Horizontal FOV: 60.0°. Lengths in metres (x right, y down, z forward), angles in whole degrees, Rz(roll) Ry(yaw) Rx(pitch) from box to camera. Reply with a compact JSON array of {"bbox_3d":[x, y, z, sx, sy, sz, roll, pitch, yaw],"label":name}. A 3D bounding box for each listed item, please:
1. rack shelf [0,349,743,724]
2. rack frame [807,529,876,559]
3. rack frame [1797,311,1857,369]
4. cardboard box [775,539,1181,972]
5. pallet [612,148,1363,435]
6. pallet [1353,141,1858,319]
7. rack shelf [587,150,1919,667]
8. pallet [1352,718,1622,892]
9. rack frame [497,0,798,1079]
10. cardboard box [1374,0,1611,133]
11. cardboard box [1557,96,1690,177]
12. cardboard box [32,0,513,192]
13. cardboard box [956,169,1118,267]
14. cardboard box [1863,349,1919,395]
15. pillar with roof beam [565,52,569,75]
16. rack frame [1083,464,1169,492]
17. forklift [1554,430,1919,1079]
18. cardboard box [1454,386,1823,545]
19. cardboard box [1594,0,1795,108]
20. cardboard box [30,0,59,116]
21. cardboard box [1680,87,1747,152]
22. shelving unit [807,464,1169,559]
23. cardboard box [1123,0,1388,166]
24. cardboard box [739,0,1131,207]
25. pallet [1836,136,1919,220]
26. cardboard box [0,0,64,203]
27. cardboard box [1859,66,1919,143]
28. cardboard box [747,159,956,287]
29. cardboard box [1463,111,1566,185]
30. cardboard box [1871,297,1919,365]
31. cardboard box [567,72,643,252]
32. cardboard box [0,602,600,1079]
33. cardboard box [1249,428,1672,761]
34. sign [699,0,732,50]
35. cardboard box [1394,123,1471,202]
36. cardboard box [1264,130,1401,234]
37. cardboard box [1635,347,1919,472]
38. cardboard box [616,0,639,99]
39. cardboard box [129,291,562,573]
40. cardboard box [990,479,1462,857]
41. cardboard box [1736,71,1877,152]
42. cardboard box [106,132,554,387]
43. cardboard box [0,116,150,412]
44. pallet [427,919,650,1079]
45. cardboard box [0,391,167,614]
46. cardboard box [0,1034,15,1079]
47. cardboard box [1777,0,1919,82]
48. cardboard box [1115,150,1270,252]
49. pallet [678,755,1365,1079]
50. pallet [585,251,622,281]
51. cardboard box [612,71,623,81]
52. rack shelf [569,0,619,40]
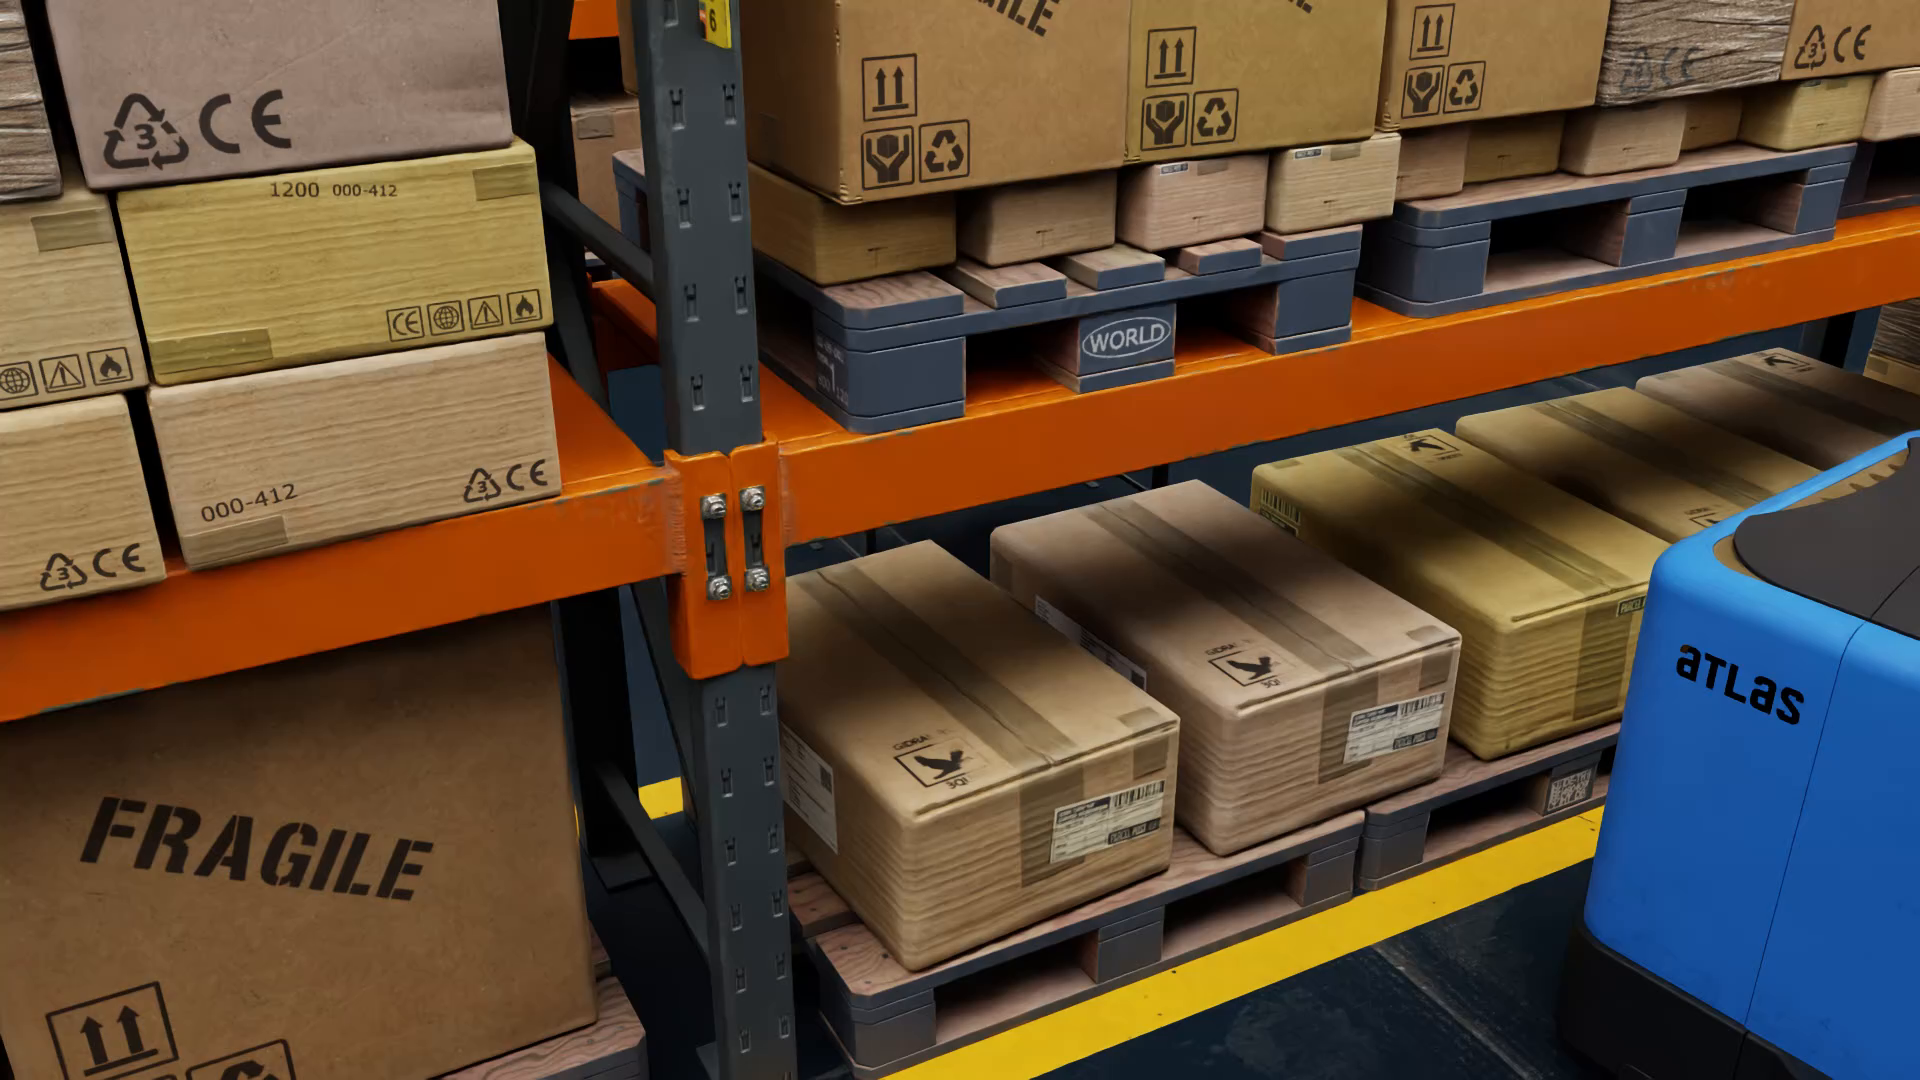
[{"bbox_3d":[-2.347,0.248,2.099,4.000,0.370,1.077,-13,29,-25],"label":"rack shelf"},{"bbox_3d":[-0.373,-0.590,4.746,0.032,1.500,0.500,-13,29,-25],"label":"rack frame"},{"bbox_3d":[2.947,-1.298,4.488,0.127,3.000,1.000,-13,29,-25],"label":"rack frame"},{"bbox_3d":[-0.079,0.401,3.501,0.625,0.372,0.950,-15,30,-29],"label":"cardboard box"},{"bbox_3d":[-0.004,-0.583,3.220,1.003,0.211,1.213,-13,29,-25],"label":"pallet"},{"bbox_3d":[1.145,-0.816,3.705,1.213,0.211,1.003,-13,29,-25],"label":"pallet"},{"bbox_3d":[1.182,-0.566,3.795,4.000,0.370,1.077,-13,29,-25],"label":"rack shelf"},{"bbox_3d":[1.183,0.368,4.239,1.213,0.211,1.003,-13,29,-25],"label":"pallet"},{"bbox_3d":[-0.582,-0.483,2.791,0.127,3.000,1.000,-13,29,-25],"label":"rack frame"},{"bbox_3d":[0.845,-1.075,3.078,0.500,0.500,0.500,-12,28,-24],"label":"cardboard box"},{"bbox_3d":[1.241,-0.865,3.392,0.250,0.149,0.380,-12,28,-23],"label":"cardboard box"},{"bbox_3d":[-0.916,-0.774,2.126,0.500,0.500,0.500,-14,29,-26],"label":"cardboard box"},{"bbox_3d":[0.057,-0.599,2.838,0.250,0.149,0.380,-15,29,-28],"label":"cardboard box"},{"bbox_3d":[3.342,-0.471,5.457,0.500,0.250,0.500,-12,28,-23],"label":"cardboard box"},{"bbox_3d":[-0.169,-4.048,3.285,0.400,9.000,9.100,-13,29,-25],"label":"pillar with roof beam"},{"bbox_3d":[0.524,-0.797,5.177,0.032,1.500,0.500,-13,29,-25],"label":"rack frame"},{"bbox_3d":[2.430,0.041,1.778,1.130,2.935,3.031,-18,31,-33],"label":"forklift"},{"bbox_3d":[1.853,-0.047,4.434,0.625,0.372,0.950,-11,28,-22],"label":"cardboard box"},{"bbox_3d":[1.290,-1.174,3.284,0.500,0.500,0.500,-14,29,-27],"label":"cardboard box"},{"bbox_3d":[-1.566,-0.867,2.320,0.500,0.500,0.500,-13,28,-25],"label":"cardboard box"},{"bbox_3d":[1.435,-0.947,3.562,0.250,0.149,0.380,-14,29,-27],"label":"cardboard box"},{"bbox_3d":[0.075,-0.693,4.962,1.048,1.500,0.538,-13,29,-25],"label":"shelving unit"},{"bbox_3d":[0.380,-0.964,2.848,0.500,0.500,0.500,-11,28,-22],"label":"cardboard box"},{"bbox_3d":[-0.076,-0.855,2.621,0.500,0.500,0.500,-14,29,-27],"label":"cardboard box"},{"bbox_3d":[2.204,-1.112,4.321,1.213,0.211,1.003,-13,29,-25],"label":"pallet"},{"bbox_3d":[-1.364,-0.666,1.902,0.500,0.500,0.500,-12,28,-24],"label":"cardboard box"},{"bbox_3d":[1.948,-0.998,3.667,0.250,0.149,0.380,-13,28,-25],"label":"cardboard box"},{"bbox_3d":[-0.208,-0.555,2.745,0.250,0.149,0.380,-15,29,-28],"label":"cardboard box"},{"bbox_3d":[0.979,-0.837,3.333,0.250,0.149,0.380,-12,28,-23],"label":"cardboard box"},{"bbox_3d":[3.343,-0.809,5.294,0.500,0.500,0.500,-13,29,-26],"label":"cardboard box"},{"bbox_3d":[-1.792,-1.755,7.698,0.625,0.625,0.875,-12,28,-23],"label":"cardboard box"},{"bbox_3d":[-1.231,0.394,2.933,0.875,0.875,0.875,-13,29,-26],"label":"cardboard box"},{"bbox_3d":[1.240,0.095,4.137,0.625,0.372,0.950,-12,28,-23],"label":"cardboard box"},{"bbox_3d":[-0.318,-0.794,2.101,0.005,0.325,0.100,-13,29,-25],"label":"sign"},{"bbox_3d":[0.749,-0.765,3.182,0.250,0.149,0.380,-11,28,-22],"label":"cardboard box"},{"bbox_3d":[0.573,-0.686,3.018,0.250,0.149,0.380,-13,28,-25],"label":"cardboard box"},{"bbox_3d":[2.485,-0.195,4.741,0.625,0.372,0.950,-13,28,-24],"label":"cardboard box"},{"bbox_3d":[-0.312,-1.051,3.028,0.500,0.500,0.500,-14,29,-27],"label":"cardboard box"},{"bbox_3d":[-0.906,-0.214,2.403,0.500,0.250,0.500,-14,29,-27],"label":"cardboard box"},{"bbox_3d":[0.568,0.247,3.820,0.625,0.372,0.950,-14,29,-26],"label":"cardboard box"},{"bbox_3d":[1.716,-0.962,3.592,0.250,0.149,0.380,-13,29,-25],"label":"cardboard box"},{"bbox_3d":[-0.890,-0.445,2.308,0.500,0.250,0.500,-13,29,-25],"label":"cardboard box"},{"bbox_3d":[-1.341,-0.340,2.087,0.500,0.250,0.500,-14,29,-26],"label":"cardboard box"},{"bbox_3d":[-1.314,0.905,3.120,1.213,0.211,1.003,-13,29,-25],"label":"pallet"},{"bbox_3d":[-1.350,-0.104,2.173,0.500,0.250,0.500,-12,28,-24],"label":"cardboard box"},{"bbox_3d":[-2.020,0.574,2.558,0.875,0.875,0.875,-13,28,-24],"label":"cardboard box"},{"bbox_3d":[1.752,-1.281,3.507,0.500,0.500,0.500,-12,28,-23],"label":"cardboard box"},{"bbox_3d":[0.320,-0.638,2.917,0.250,0.149,0.380,-15,29,-28],"label":"cardboard box"},{"bbox_3d":[0.108,0.615,3.725,1.213,0.211,1.003,-13,29,-25],"label":"pallet"},{"bbox_3d":[-2.177,-1.274,7.660,1.213,0.211,1.003,-13,29,-25],"label":"pallet"},{"bbox_3d":[-1.198,-1.892,7.984,0.625,0.625,0.875,-14,29,-27],"label":"cardboard box"},{"bbox_3d":[-1.157,-2.461,7.742,4.000,0.370,1.077,-13,29,-25],"label":"rack shelf"}]
